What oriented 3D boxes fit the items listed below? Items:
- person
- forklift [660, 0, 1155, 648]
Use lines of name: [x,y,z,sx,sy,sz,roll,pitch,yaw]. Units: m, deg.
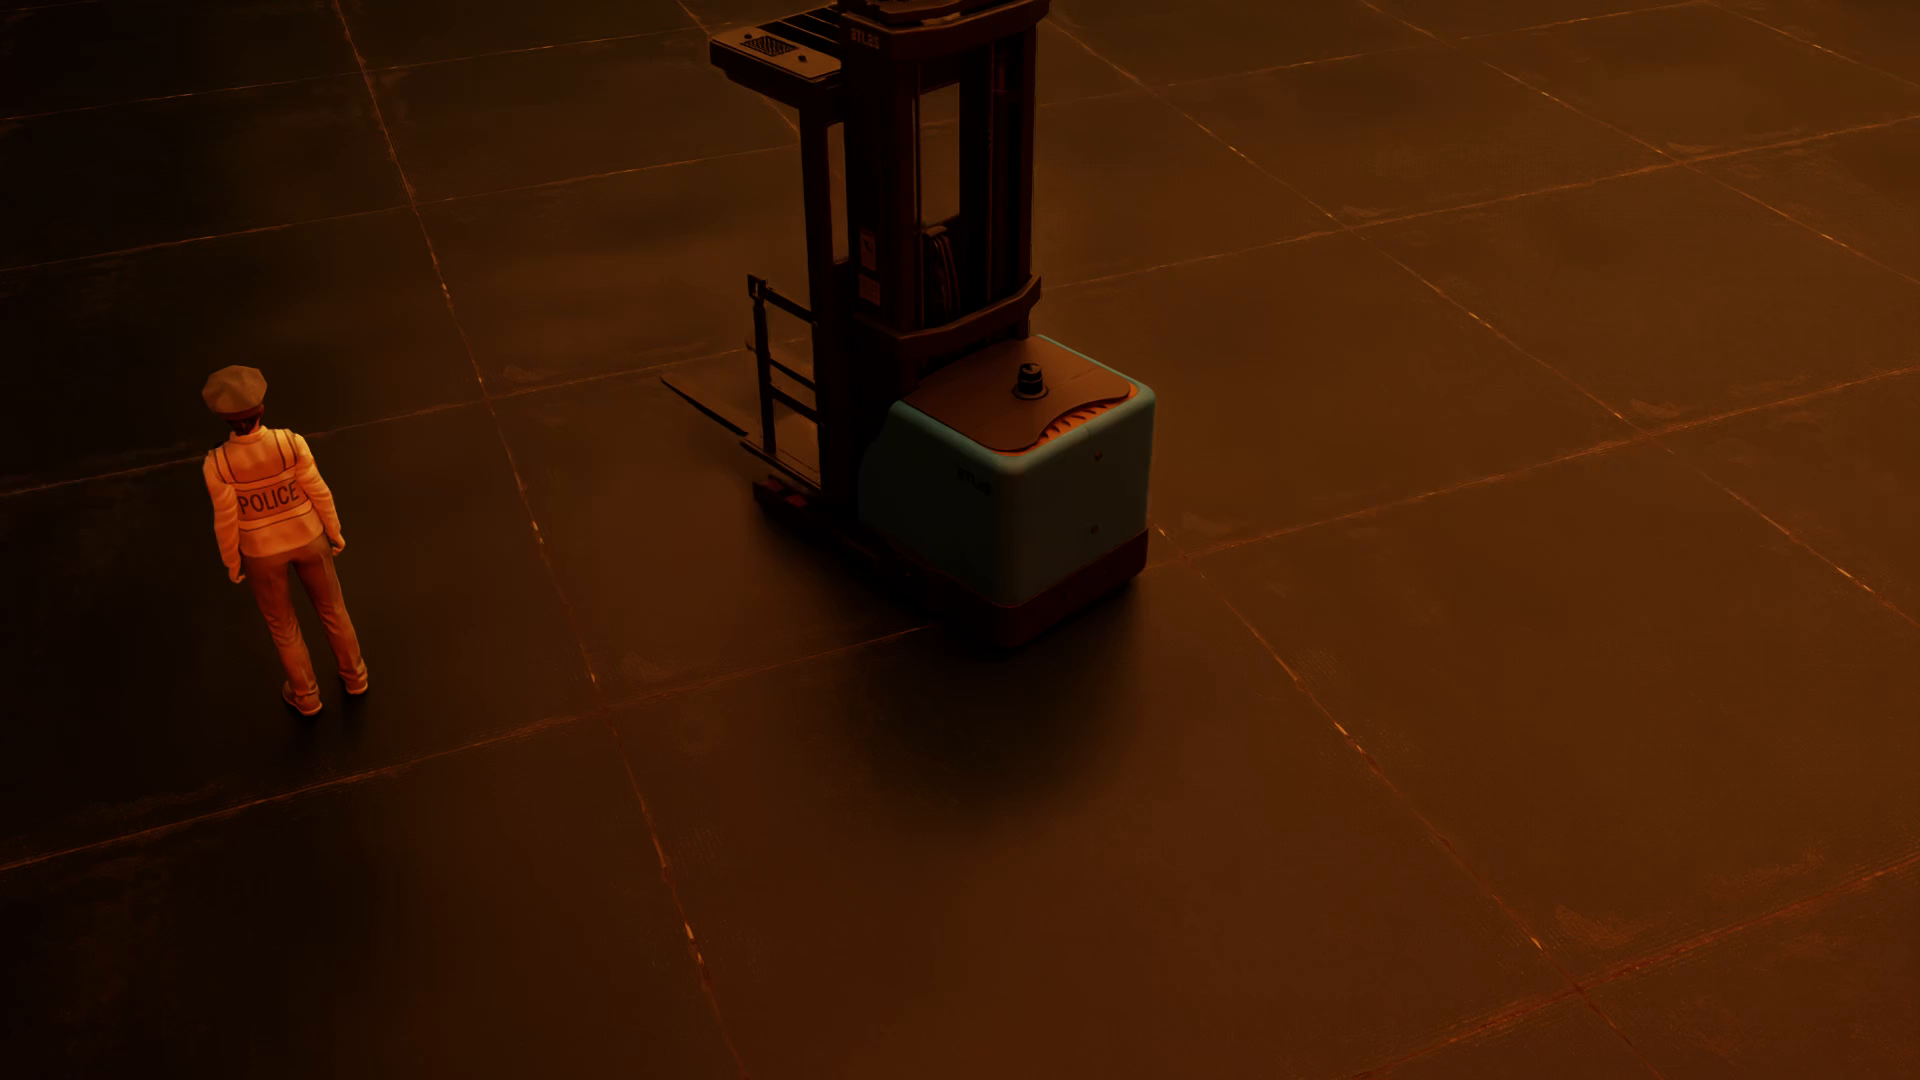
person: [-2.919,0.016,7.154,0.497,1.689,0.339,-20,40,-26]
forklift: [-0.446,-1.451,8.139,1.130,2.935,3.031,-29,44,-34]
